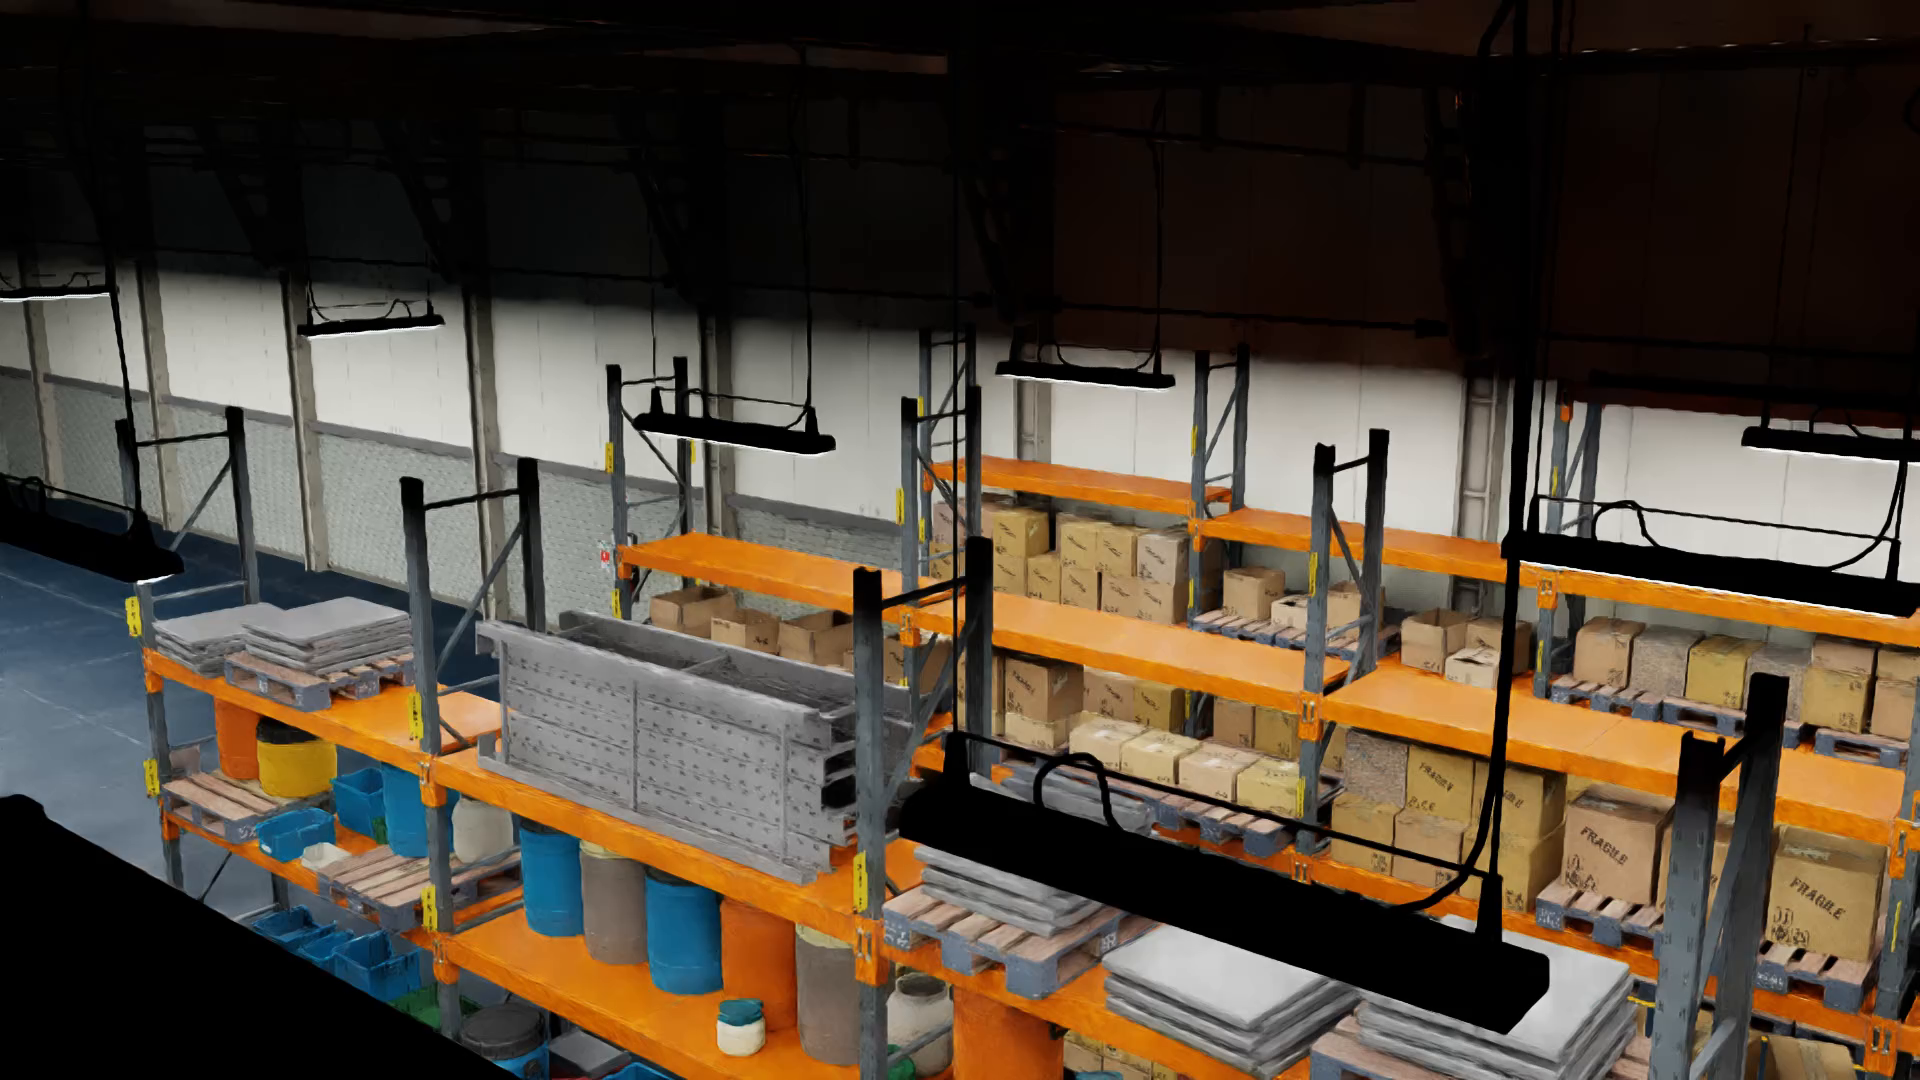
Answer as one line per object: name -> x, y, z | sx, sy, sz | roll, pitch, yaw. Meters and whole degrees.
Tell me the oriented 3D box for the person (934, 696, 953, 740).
person -> -0.077, 2.644, 20.507 | 0.532, 1.600, 0.333 | 5, 14, 22
